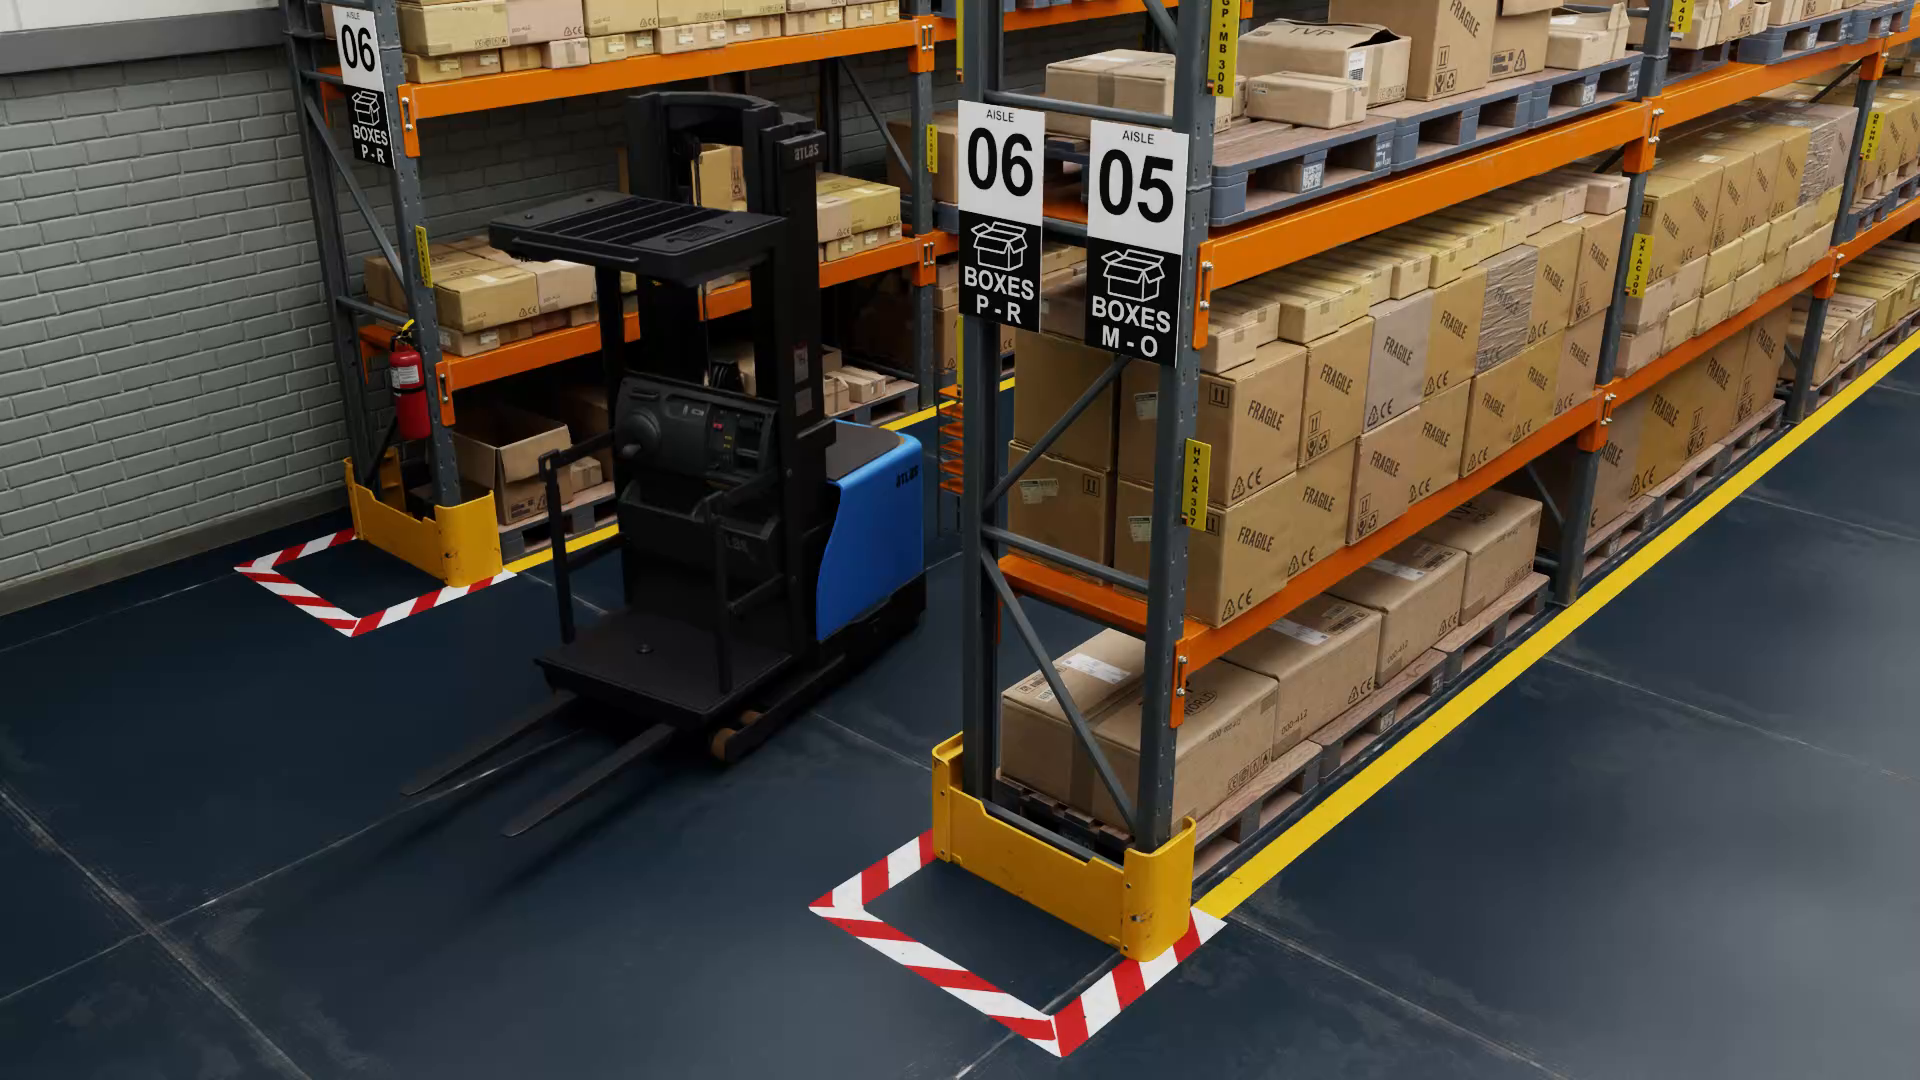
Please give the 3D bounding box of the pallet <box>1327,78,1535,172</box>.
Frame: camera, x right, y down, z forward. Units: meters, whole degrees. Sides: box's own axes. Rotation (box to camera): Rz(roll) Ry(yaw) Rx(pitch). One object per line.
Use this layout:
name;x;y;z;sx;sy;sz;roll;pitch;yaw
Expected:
pallet;1.723;-1.846;7.142;1.003;0.211;1.213;20;31;38

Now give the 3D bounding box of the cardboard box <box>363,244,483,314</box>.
cardboard box;-3.168;-1.549;9.859;0.500;0.250;0.500;21;32;39

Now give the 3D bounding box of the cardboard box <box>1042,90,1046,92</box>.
cardboard box;1.110;-3.398;13.522;0.797;0.503;0.637;19;31;36

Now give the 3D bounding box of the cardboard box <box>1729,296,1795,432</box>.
cardboard box;5.238;-1.387;11.760;0.875;0.875;0.875;20;31;37

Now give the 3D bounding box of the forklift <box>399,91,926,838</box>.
forklift;-1.380;-0.494;7.769;1.130;2.935;3.031;14;28;28

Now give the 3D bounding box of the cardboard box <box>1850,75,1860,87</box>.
cardboard box;6.895;-3.421;13.213;0.500;0.500;0.500;19;30;35

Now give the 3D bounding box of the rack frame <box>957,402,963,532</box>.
rack frame;0.071;-0.580;10.077;0.240;1.200;0.006;20;31;38

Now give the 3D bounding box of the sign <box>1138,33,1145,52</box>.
sign;1.646;-4.386;14.950;0.100;0.325;0.005;20;31;38

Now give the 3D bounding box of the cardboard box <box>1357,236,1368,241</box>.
cardboard box;1.657;-1.447;7.675;0.380;0.149;0.250;20;31;38

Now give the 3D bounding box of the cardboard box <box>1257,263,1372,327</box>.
cardboard box;1.407;-0.978;6.627;0.380;0.149;0.250;19;30;36

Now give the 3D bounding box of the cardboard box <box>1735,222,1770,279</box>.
cardboard box;4.614;-1.818;10.211;0.500;0.250;0.500;19;30;36

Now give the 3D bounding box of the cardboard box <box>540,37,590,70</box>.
cardboard box;-2.309;-2.765;9.392;0.380;0.149;0.250;21;32;39

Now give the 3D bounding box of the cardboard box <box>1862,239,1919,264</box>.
cardboard box;8.082;-2.403;14.642;0.950;0.372;0.625;21;31;38

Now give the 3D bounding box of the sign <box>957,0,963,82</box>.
sign;0.027;-1.804;5.956;0.100;0.325;0.005;20;31;38

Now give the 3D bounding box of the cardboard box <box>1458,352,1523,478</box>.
cardboard box;2.308;-0.653;7.918;0.500;0.500;0.500;20;31;37

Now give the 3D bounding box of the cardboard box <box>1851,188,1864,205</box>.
cardboard box;6.330;-2.555;12.075;0.380;0.149;0.250;18;30;34

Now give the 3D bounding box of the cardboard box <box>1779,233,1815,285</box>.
cardboard box;5.287;-1.899;11.003;0.500;0.250;0.500;21;31;38

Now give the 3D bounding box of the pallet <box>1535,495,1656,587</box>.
pallet;3.550;-0.117;10.253;1.003;0.211;1.213;20;31;38

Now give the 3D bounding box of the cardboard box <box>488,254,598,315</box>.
cardboard box;-2.438;-1.555;9.871;0.500;0.250;0.500;21;31;38

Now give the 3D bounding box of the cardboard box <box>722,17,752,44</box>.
cardboard box;-1.510;-3.173;10.302;0.380;0.149;0.250;21;31;38

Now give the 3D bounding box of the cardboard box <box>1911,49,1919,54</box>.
cardboard box;7.840;-3.824;13.321;0.380;0.149;0.250;19;30;36

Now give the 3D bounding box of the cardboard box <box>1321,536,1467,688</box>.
cardboard box;1.995;0.279;8.581;0.875;0.438;0.875;19;30;36

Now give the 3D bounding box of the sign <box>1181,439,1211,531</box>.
sign;0.831;-0.193;5.859;0.100;0.325;0.005;20;31;38

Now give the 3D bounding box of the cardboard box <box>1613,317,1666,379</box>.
cardboard box;3.581;-1.127;9.281;0.500;0.250;0.500;19;31;36

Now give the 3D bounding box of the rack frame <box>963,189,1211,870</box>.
rack frame;0.421;0.085;6.394;1.000;3.000;0.127;20;31;38

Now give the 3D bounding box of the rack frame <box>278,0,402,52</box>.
rack frame;-3.278;-4.007;8.187;1.000;3.000;0.127;20;31;38

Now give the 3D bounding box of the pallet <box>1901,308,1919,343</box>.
pallet;7.912;-2.061;14.589;1.003;0.211;1.213;20;31;38

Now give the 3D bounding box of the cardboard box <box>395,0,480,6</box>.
cardboard box;-2.794;-3.000;8.817;0.500;0.250;0.500;20;31;37

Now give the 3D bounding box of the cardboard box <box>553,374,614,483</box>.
cardboard box;-2.199;-0.731;10.755;0.700;0.500;0.500;22;32;40

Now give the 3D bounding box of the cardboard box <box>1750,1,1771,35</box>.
cardboard box;4.196;-2.877;9.107;0.380;0.166;0.250;18;30;34

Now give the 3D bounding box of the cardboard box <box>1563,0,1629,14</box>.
cardboard box;3.523;-2.979;9.158;0.500;0.311;0.500;20;31;38

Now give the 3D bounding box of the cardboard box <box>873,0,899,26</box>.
cardboard box;-0.628;-3.552;11.146;0.380;0.149;0.250;20;31;37

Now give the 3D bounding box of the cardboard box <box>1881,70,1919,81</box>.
cardboard box;7.614;-3.434;13.243;0.500;0.500;0.500;21;32;39

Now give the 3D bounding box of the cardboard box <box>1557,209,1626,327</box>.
cardboard box;2.982;-1.416;8.399;0.500;0.500;0.500;20;31;37

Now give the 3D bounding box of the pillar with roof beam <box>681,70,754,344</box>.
pillar with roof beam;1.462;-4.084;8.359;9.100;9.000;0.400;20;31;38

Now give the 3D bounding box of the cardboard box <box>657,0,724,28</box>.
cardboard box;-1.775;-3.243;9.970;0.500;0.250;0.500;20;31;37

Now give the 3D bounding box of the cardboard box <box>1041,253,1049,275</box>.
cardboard box;0.487;-2.212;13.265;0.380;0.149;0.250;20;31;37

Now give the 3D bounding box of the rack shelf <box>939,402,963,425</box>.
rack shelf;0.010;-0.730;9.934;0.258;0.103;0.180;20;31;38

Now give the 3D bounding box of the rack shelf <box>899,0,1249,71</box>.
rack shelf;0.727;-4.138;13.025;1.077;0.370;4.000;20;31;38

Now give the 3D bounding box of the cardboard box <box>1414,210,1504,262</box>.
cardboard box;2.222;-1.379;7.521;0.380;0.149;0.250;19;31;36

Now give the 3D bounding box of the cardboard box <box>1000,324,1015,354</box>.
cardboard box;0.231;-1.790;13.118;0.500;0.500;0.500;20;31;37

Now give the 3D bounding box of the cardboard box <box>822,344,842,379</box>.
cardboard box;-1.225;-1.316;12.292;0.500;0.311;0.500;22;32;39

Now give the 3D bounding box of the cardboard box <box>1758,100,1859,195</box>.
cardboard box;5.610;-2.625;11.095;0.500;0.500;0.500;19;30;36

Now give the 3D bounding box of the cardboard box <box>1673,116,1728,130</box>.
cardboard box;4.569;-2.464;10.734;0.500;0.500;0.500;21;32;39

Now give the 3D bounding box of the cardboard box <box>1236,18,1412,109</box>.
cardboard box;1.458;-1.923;6.679;0.500;0.311;0.500;21;31;38

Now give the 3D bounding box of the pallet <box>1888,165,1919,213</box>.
pallet;7.051;-2.879;13.240;1.003;0.211;1.213;20;31;38

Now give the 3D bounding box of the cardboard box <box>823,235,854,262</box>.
cardboard box;-0.946;-2.036;11.432;0.380;0.149;0.250;21;32;39

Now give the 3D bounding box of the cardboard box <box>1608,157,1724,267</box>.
cardboard box;3.918;-1.854;9.374;0.500;0.500;0.500;20;31;37

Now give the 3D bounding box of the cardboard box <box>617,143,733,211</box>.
cardboard box;-1.773;-2.201;10.395;0.500;0.500;0.500;21;32;39

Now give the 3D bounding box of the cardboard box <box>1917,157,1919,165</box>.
cardboard box;7.601;-3.109;13.312;0.380;0.149;0.250;20;31;37

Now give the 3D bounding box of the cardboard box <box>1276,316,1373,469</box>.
cardboard box;1.293;-0.645;6.677;0.500;0.500;0.500;19;30;36

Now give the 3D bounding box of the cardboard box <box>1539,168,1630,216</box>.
cardboard box;3.122;-1.751;8.352;0.380;0.149;0.250;19;31;37

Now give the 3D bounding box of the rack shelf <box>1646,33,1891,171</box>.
rack shelf;4.426;-2.784;10.005;1.077;0.370;4.000;20;31;38

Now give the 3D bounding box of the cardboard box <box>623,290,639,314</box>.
cardboard box;-2.182;-1.502;10.241;0.380;0.149;0.250;21;31;38

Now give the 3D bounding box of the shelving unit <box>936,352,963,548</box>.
shelving unit;0.010;-0.552;10.014;0.258;1.200;0.189;20;31;38
